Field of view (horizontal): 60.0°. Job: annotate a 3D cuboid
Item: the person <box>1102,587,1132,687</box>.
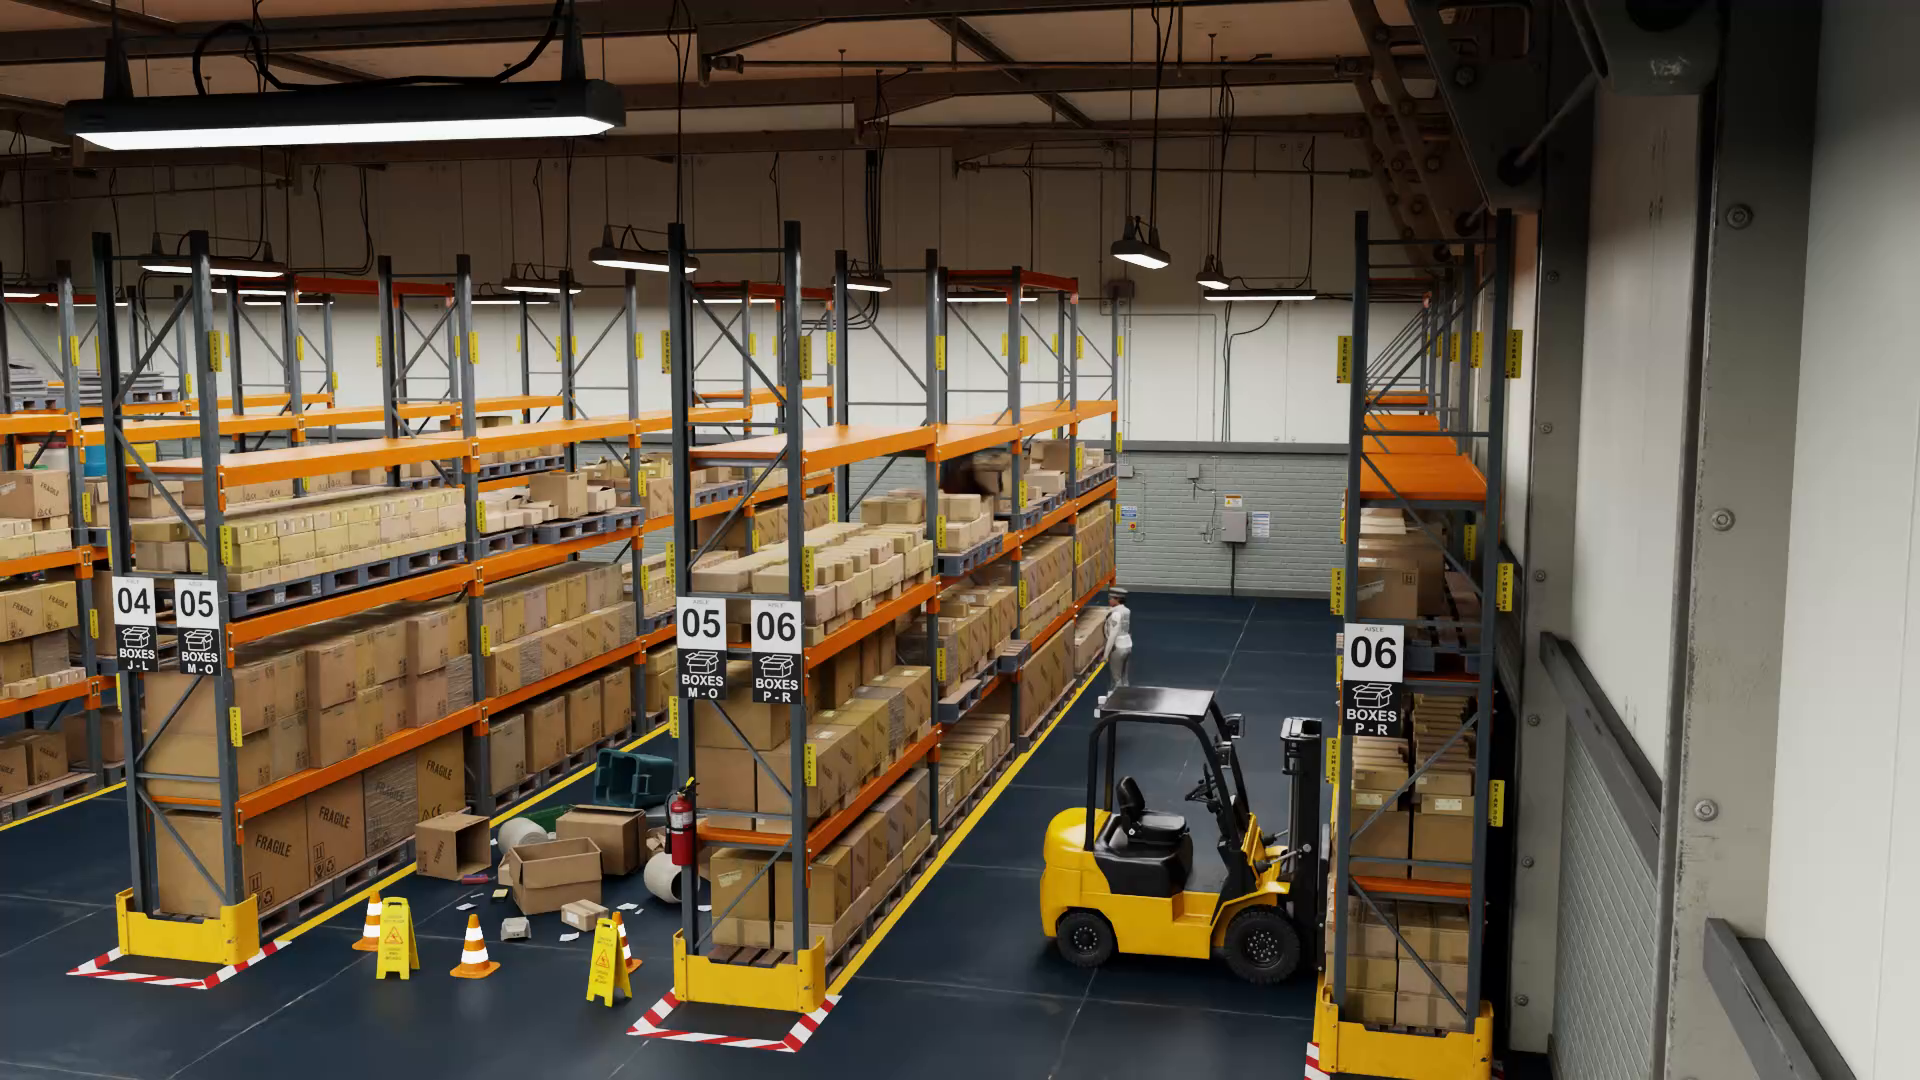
[{"bbox_3d":[2.025,1.441,21.350,0.361,1.681,0.493,3,8,26],"label":"person"}]
